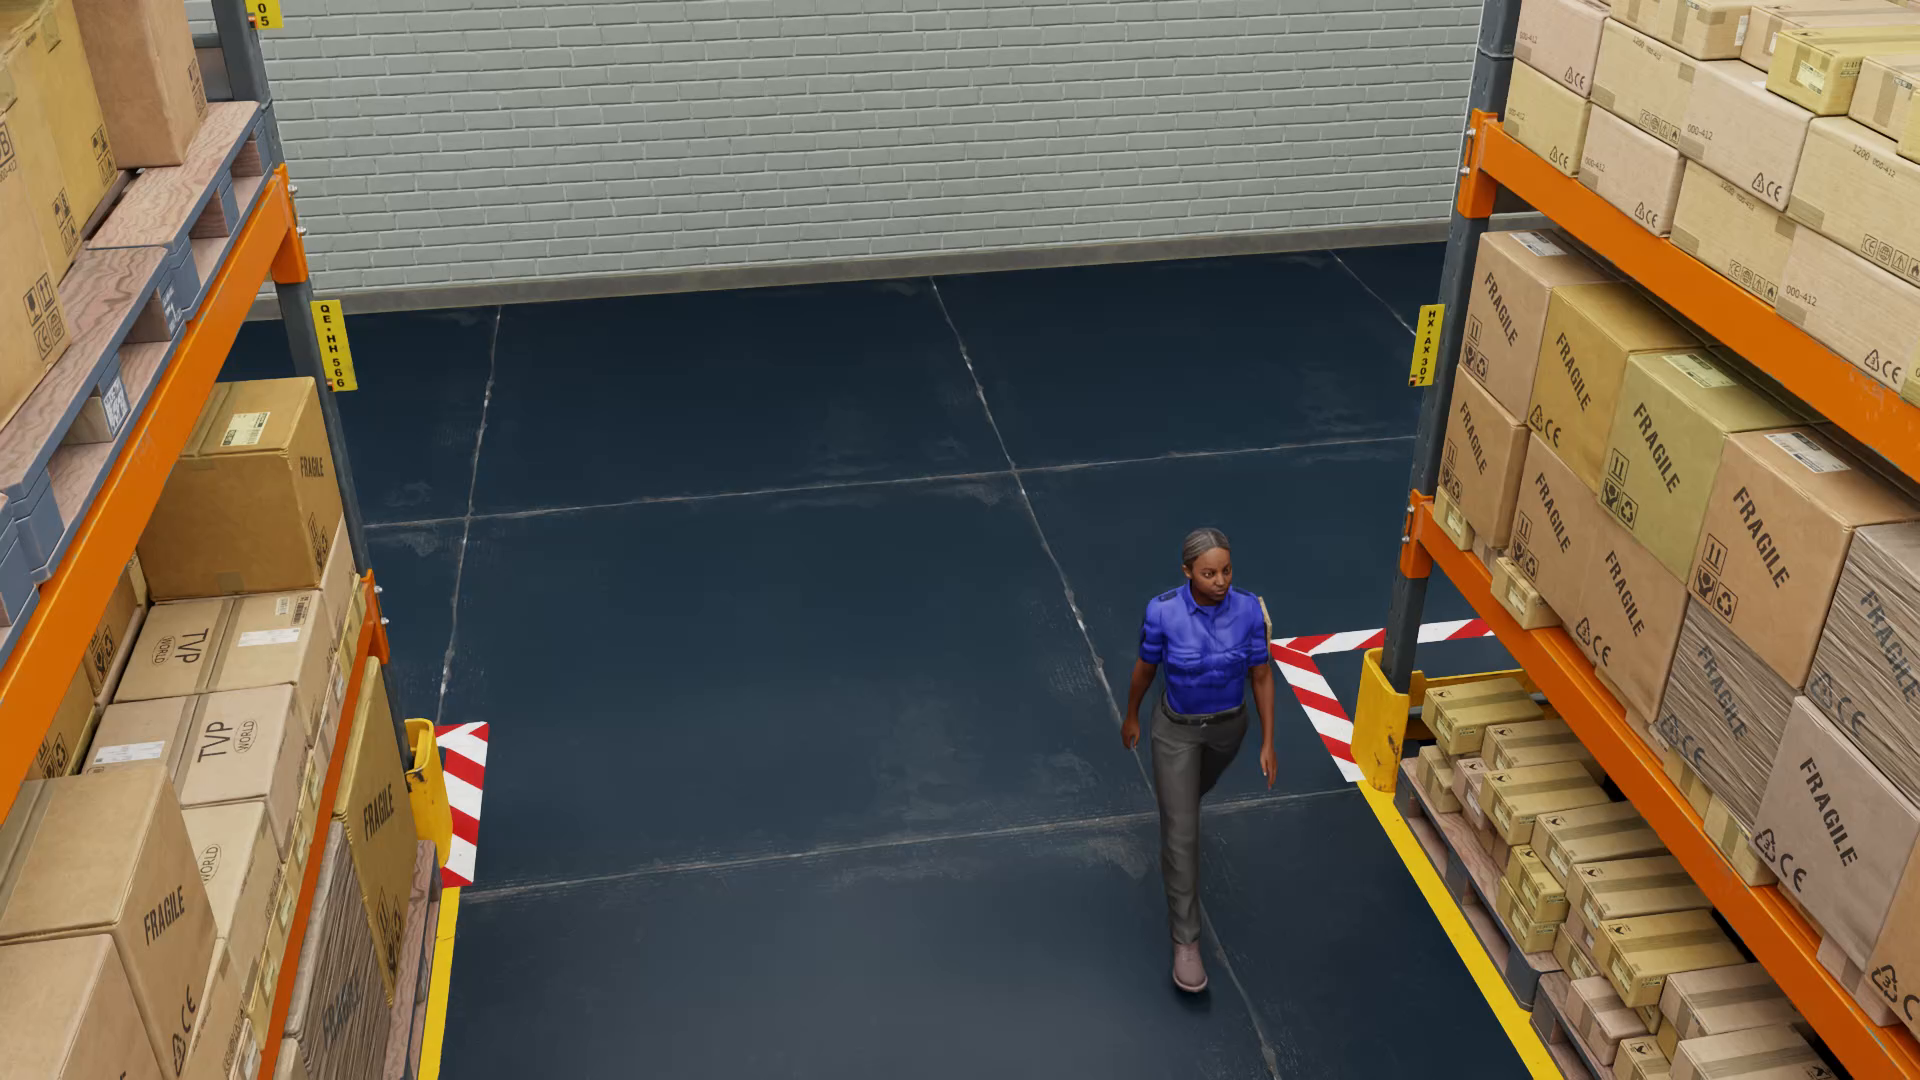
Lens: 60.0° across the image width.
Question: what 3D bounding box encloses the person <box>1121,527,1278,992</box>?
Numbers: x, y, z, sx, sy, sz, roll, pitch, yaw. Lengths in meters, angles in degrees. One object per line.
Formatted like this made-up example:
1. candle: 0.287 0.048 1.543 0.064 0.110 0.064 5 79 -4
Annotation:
1. person: 0.875 0.688 5.975 0.479 1.587 1.035 -6 31 -10
